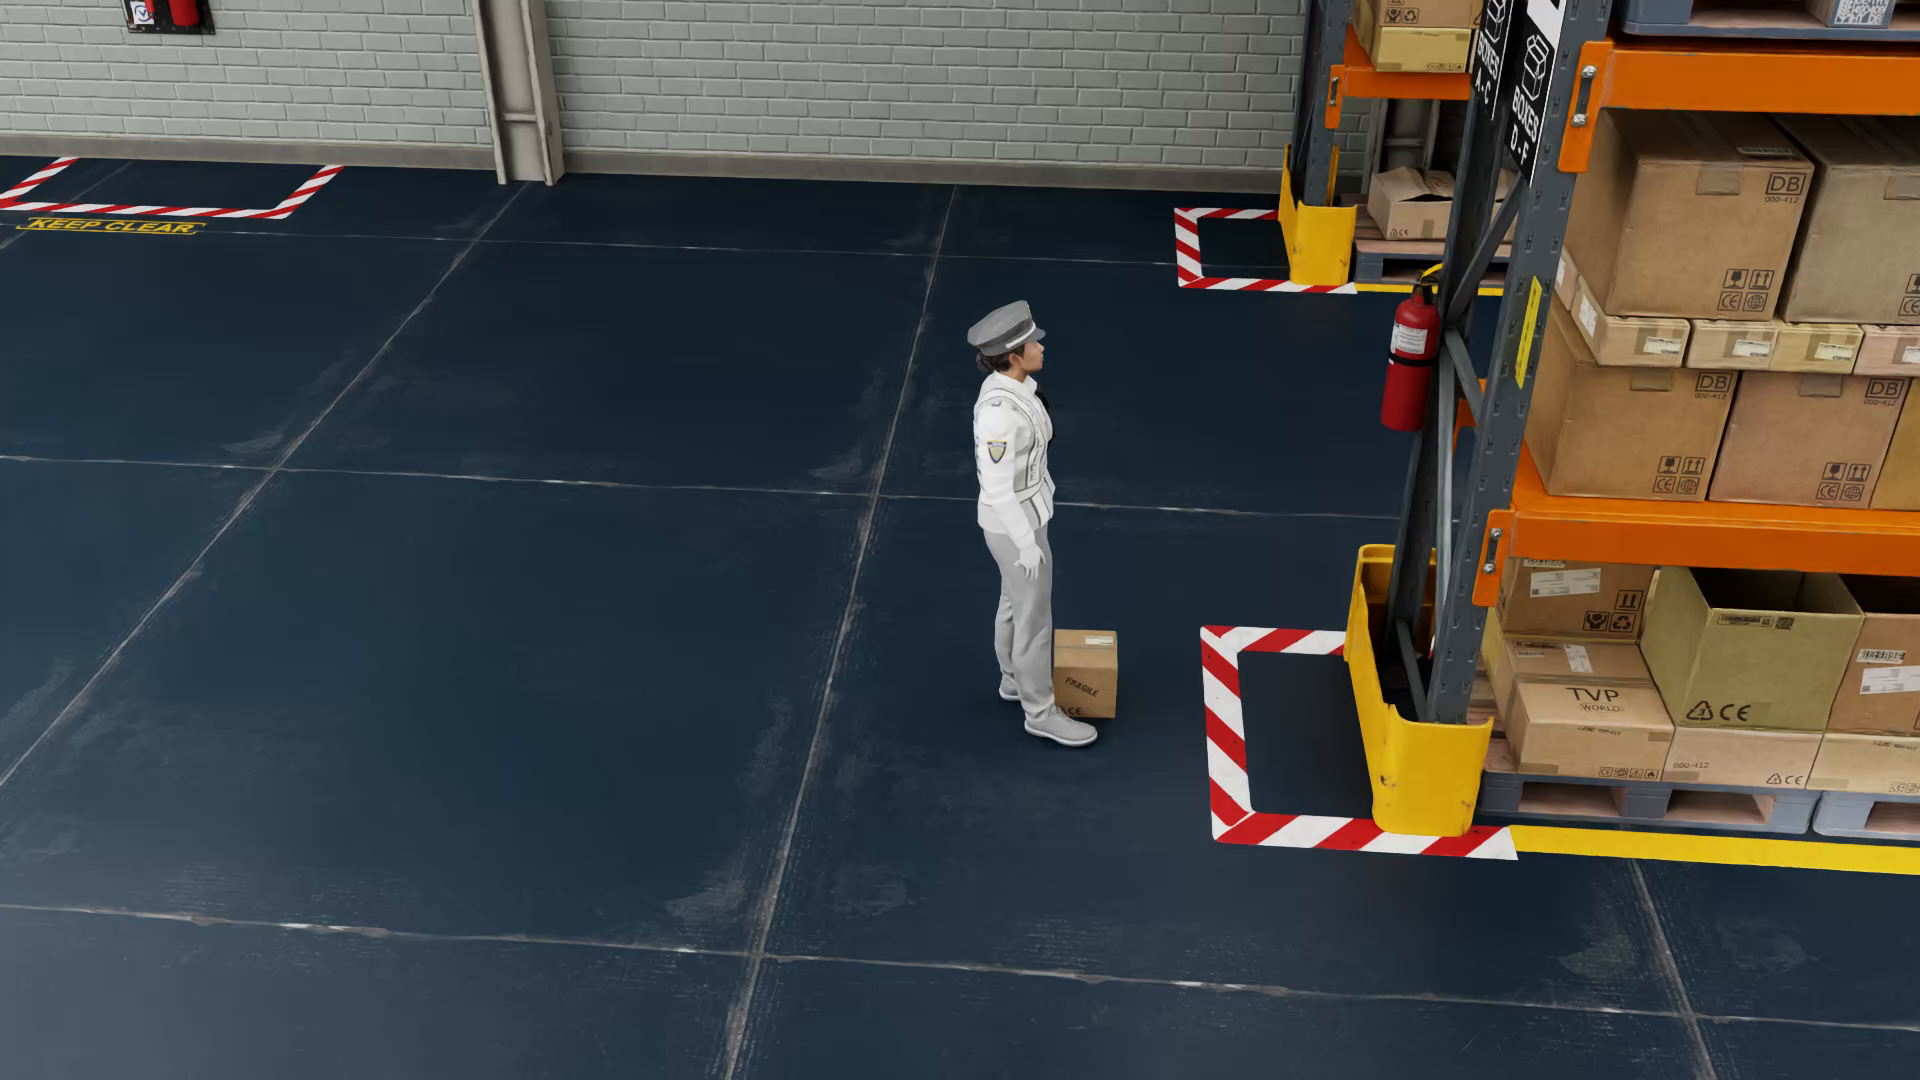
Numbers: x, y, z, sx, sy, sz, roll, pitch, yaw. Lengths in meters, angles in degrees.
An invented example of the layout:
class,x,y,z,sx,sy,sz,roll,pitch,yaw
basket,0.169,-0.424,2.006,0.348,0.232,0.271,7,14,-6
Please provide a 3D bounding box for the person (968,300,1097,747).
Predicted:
class,x,y,z,sx,sy,sz,roll,pitch,yaw
person,0.287,-0.080,6.217,0.531,1.694,0.586,3,32,4
